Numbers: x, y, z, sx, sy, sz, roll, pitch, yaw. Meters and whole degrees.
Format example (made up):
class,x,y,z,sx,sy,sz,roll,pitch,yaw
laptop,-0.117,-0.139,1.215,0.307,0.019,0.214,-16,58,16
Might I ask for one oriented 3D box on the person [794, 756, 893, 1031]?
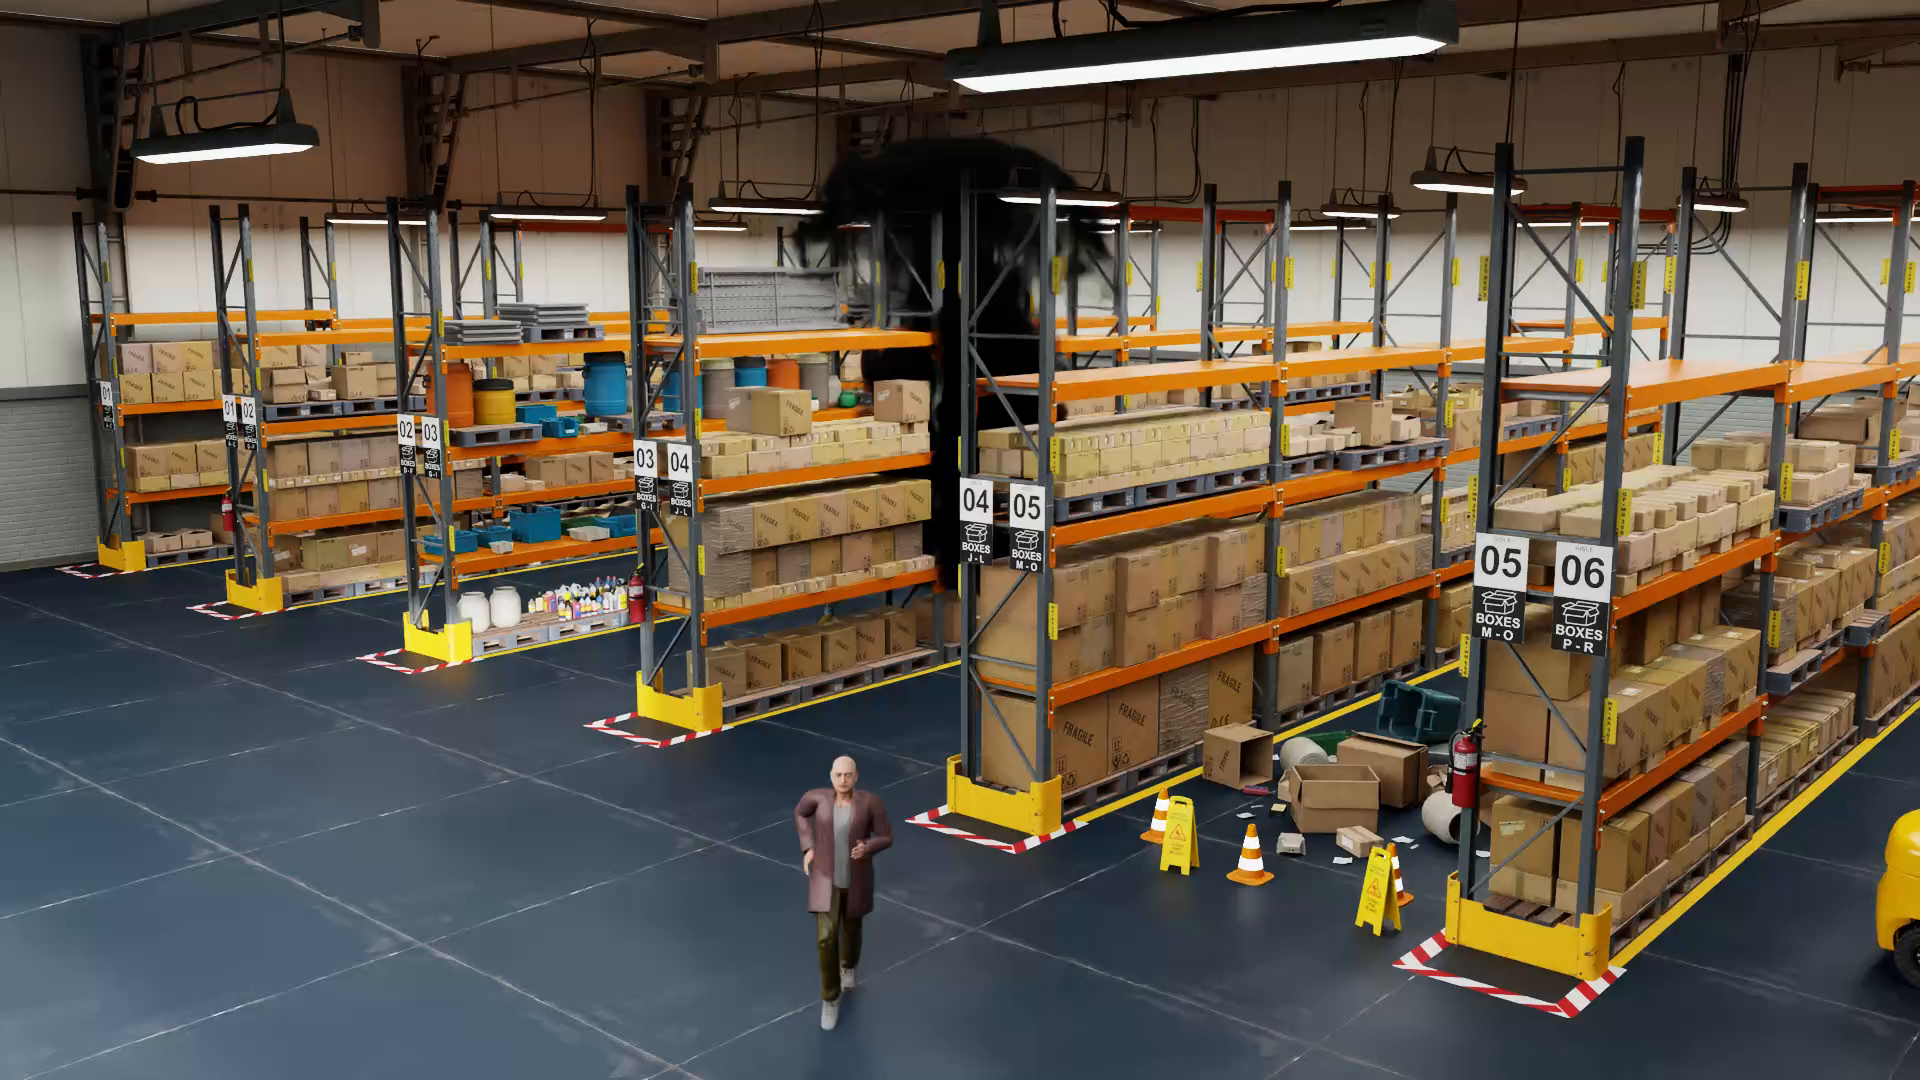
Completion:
class,x,y,z,sx,sy,sz,roll,pitch,yaw
person,-0.810,2.394,11.583,0.688,1.850,0.881,-1,10,-4

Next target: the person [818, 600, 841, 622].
class,x,y,z,sx,sy,sz,roll,pitch,yaw
person,-1.743,0.239,22.906,0.684,1.745,0.697,5,11,27
